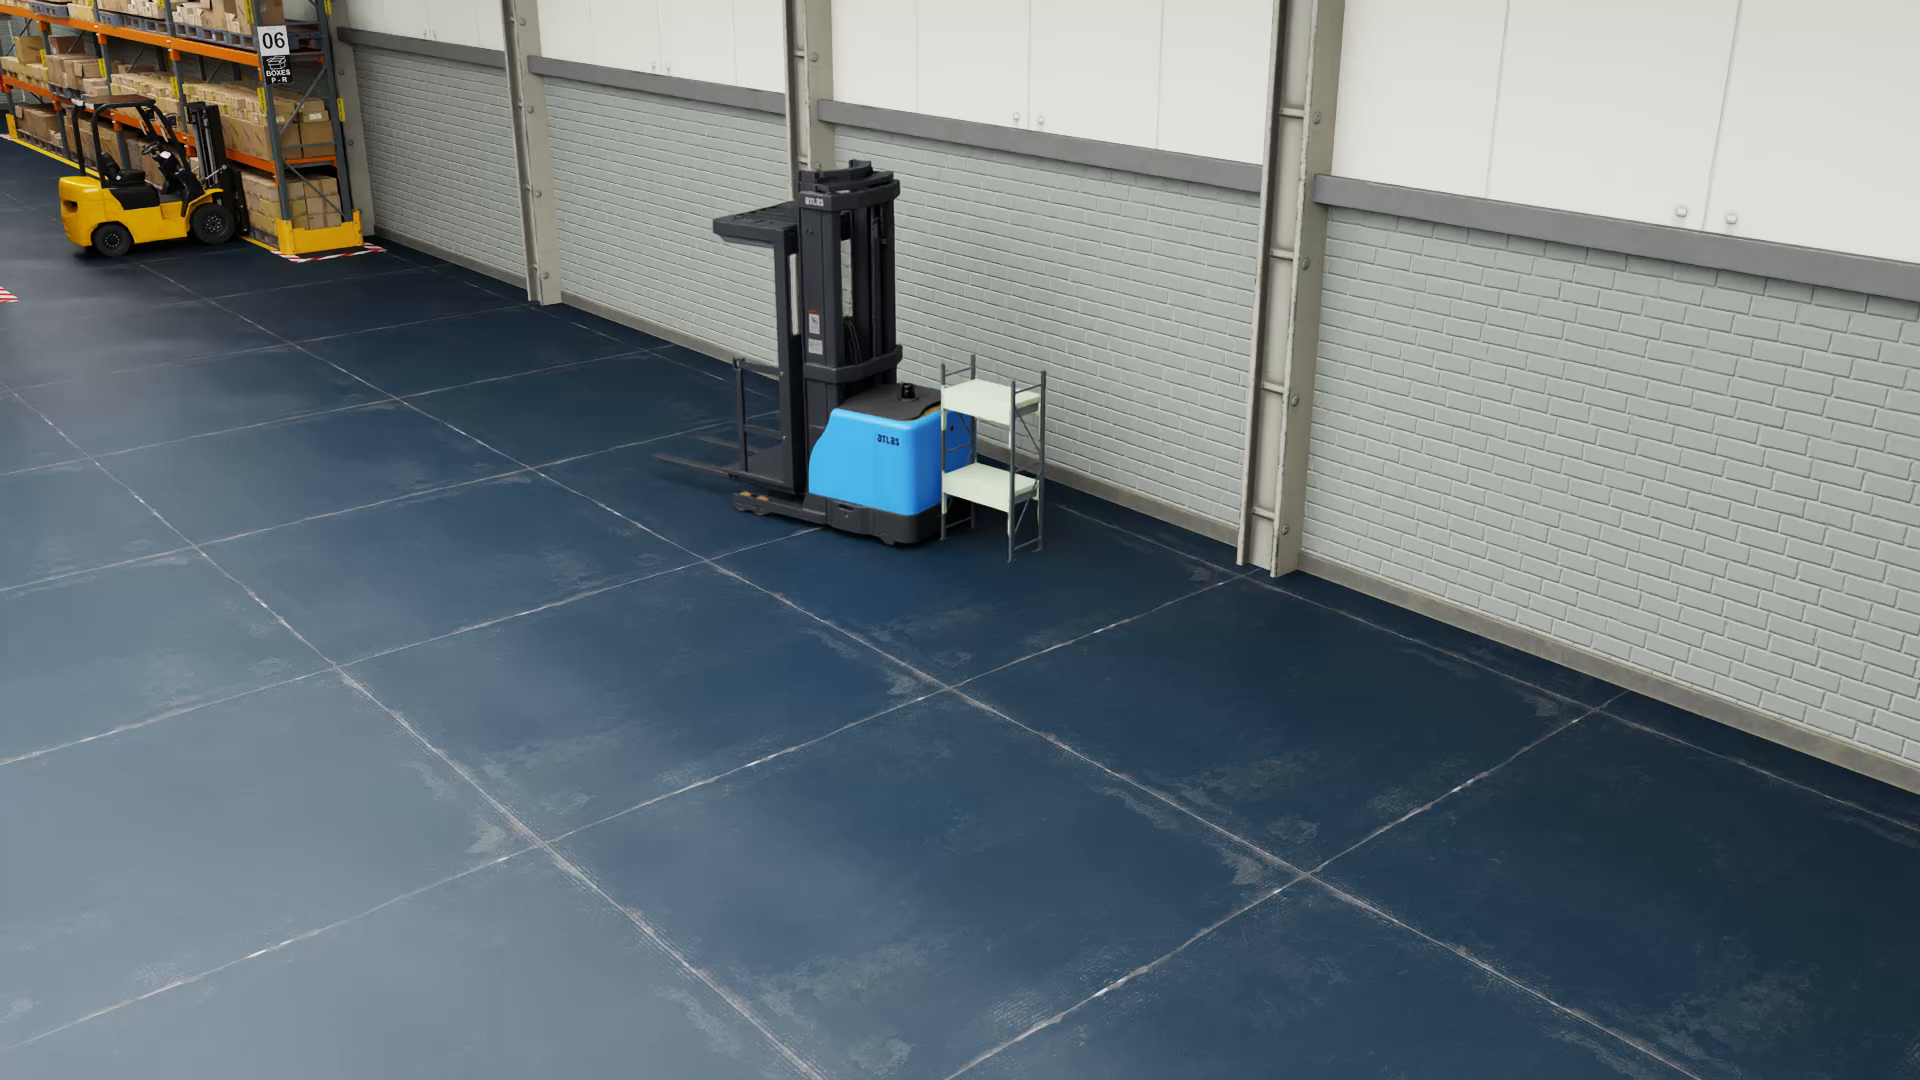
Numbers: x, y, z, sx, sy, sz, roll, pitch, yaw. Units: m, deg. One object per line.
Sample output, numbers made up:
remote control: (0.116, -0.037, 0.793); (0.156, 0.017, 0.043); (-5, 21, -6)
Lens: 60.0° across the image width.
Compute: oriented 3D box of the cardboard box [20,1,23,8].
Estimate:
cardboard box: (-18.462, -10.678, 33.091); (0.380, 0.149, 0.250); (-16, 27, -36)

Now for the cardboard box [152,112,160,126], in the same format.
cardboard box: (-13.307, -7.154, 28.067); (0.500, 0.250, 0.500); (-17, 27, -37)

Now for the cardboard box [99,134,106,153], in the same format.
cardboard box: (-15.858, -7.352, 31.219); (0.500, 0.500, 0.500); (-16, 27, -35)

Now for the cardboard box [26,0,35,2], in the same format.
cardboard box: (-17.873, -10.614, 32.381); (0.500, 0.250, 0.500); (-17, 27, -37)

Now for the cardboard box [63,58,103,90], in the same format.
cardboard box: (-16.372, -8.770, 31.276); (0.700, 0.500, 0.500); (-18, 27, -38)

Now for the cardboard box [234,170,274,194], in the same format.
cardboard box: (-10.747, -5.470, 25.386); (0.500, 0.250, 0.500); (-17, 27, -37)

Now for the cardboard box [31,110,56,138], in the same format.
cardboard box: (-18.854, -8.605, 34.418); (0.500, 0.500, 0.500); (-17, 27, -36)

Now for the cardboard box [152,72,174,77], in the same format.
cardboard box: (-14.136, -8.231, 29.585); (0.380, 0.149, 0.250); (-17, 27, -36)

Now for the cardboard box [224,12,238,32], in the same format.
cardboard box: (-10.472, -7.562, 24.263); (0.396, 0.266, 0.258); (-17, 27, -37)

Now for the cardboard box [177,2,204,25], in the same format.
cardboard box: (-11.788, -8.174, 25.763); (0.500, 0.311, 0.500); (-17, 27, -36)

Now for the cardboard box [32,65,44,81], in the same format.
cardboard box: (-18.224, -9.361, 33.295); (0.500, 0.250, 0.500); (-17, 27, -37)

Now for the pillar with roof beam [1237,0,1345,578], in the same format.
pillar with roof beam: (-0.819, -2.962, 8.933); (9.100, 9.000, 0.400); (-17, 27, -37)

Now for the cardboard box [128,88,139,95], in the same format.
cardboard box: (-13.999, -7.664, 28.685); (0.500, 0.250, 0.500); (-18, 28, -39)

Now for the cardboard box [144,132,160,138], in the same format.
cardboard box: (-14.862, -7.522, 30.763); (0.380, 0.149, 0.250); (-16, 26, -35)

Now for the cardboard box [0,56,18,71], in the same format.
cardboard box: (-19.887, -10.059, 35.077); (0.500, 0.250, 0.500); (-17, 27, -37)

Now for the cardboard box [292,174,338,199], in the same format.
cardboard box: (-9.705, -5.318, 24.998); (0.500, 0.250, 0.500); (-18, 28, -38)

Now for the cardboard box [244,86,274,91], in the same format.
cardboard box: (-11.029, -7.056, 26.177); (0.380, 0.149, 0.250); (-18, 28, -38)

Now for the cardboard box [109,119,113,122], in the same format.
cardboard box: (-16.242, -8.086, 32.203); (0.380, 0.149, 0.250); (-17, 27, -36)

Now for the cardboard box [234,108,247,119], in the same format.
cardboard box: (-10.649, -6.421, 24.963); (0.380, 0.149, 0.250); (-19, 28, -39)

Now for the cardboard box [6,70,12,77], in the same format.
cardboard box: (-19.972, -9.907, 35.235); (0.380, 0.149, 0.250); (-18, 27, -38)

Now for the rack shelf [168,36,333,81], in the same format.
rack shelf: (-10.841, -7.374, 25.297); (1.077, 0.370, 4.000); (-17, 27, -37)

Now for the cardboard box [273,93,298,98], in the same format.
cardboard box: (-10.262, -6.679, 25.215); (0.380, 0.149, 0.250); (-16, 27, -36)

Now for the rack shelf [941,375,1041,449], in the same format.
rack shelf: (0.258, -1.021, 13.191); (0.720, 0.370, 0.431); (18, 28, 38)

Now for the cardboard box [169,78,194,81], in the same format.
cardboard box: (-13.375, -7.857, 28.631); (0.380, 0.149, 0.250); (-16, 27, -36)

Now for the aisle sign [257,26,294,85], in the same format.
aisle sign: (-9.715, -6.882, 23.603); (0.394, 0.787, 0.004); (-17, 27, -37)

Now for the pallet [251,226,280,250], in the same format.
pallet: (-10.066, -4.662, 25.324); (1.003, 0.211, 1.213); (-17, 27, -37)

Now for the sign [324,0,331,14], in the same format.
sign: (-9.111, -7.730, 23.914); (0.100, 0.325, 0.005); (-17, 27, -37)

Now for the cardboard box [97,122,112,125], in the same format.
cardboard box: (-16.238, -7.833, 31.557); (0.380, 0.149, 0.250); (-17, 27, -37)

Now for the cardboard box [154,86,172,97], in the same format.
cardboard box: (-13.112, -7.443, 27.573); (0.380, 0.149, 0.250); (-19, 28, -39)

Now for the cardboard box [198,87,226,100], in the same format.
cardboard box: (-11.660, -6.978, 25.979); (0.380, 0.149, 0.250); (-17, 27, -36)

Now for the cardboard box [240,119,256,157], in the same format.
cardboard box: (-10.387, -6.025, 24.843); (0.500, 0.500, 0.500); (-16, 27, -36)

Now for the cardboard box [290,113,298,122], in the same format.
cardboard box: (-9.769, -6.317, 24.698); (0.380, 0.149, 0.250); (-17, 27, -37)

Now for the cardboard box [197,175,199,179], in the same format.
cardboard box: (-12.064, -5.805, 26.928); (0.500, 0.250, 0.500); (-18, 27, -38)

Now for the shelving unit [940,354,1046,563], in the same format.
shelving unit: (0.258, -0.658, 13.333); (0.755, 1.500, 0.431); (18, 28, 38)

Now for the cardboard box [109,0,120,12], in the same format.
cardboard box: (-14.064, -9.281, 28.331); (0.700, 0.500, 0.500); (-18, 28, -38)

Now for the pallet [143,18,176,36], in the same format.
pallet: (-12.732, -8.413, 27.225); (0.805, 0.209, 1.217); (-19, 28, -39)

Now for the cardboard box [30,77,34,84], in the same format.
cardboard box: (-18.761, -9.416, 33.983); (0.380, 0.149, 0.250); (-18, 27, -38)

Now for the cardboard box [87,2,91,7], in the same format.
cardboard box: (-15.325, -9.599, 29.651); (0.380, 0.149, 0.250); (-18, 28, -39)

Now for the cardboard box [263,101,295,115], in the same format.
cardboard box: (-9.929, -6.295, 24.235); (0.380, 0.149, 0.250); (-17, 27, -37)

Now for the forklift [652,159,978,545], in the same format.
forklift: (-1.352, -1.718, 14.079); (3.031, 2.935, 1.130); (14, 25, 31)

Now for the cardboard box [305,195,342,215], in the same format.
cardboard box: (-9.685, -5.087, 25.093); (0.500, 0.250, 0.500); (-17, 27, -36)

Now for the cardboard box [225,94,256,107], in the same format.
cardboard box: (-10.838, -6.624, 25.075); (0.380, 0.149, 0.250); (-17, 27, -36)

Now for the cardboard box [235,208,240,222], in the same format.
cardboard box: (-11.074, -5.147, 25.934); (0.500, 0.250, 0.500); (-16, 27, -36)

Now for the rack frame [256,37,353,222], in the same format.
rack frame: (-9.535, -5.759, 24.302); (1.000, 3.000, 0.127); (-17, 27, -37)

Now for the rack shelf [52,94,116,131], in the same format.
rack shelf: (-16.063, -8.187, 31.487); (1.077, 0.370, 4.000); (-17, 27, -37)

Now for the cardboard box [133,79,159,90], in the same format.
cardboard box: (-13.922, -7.806, 28.500); (0.380, 0.149, 0.250); (-17, 27, -36)

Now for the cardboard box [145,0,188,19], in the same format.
cardboard box: (-12.803, -8.604, 26.860); (0.500, 0.311, 0.500); (-19, 28, -39)

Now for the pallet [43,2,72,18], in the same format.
pallet: (-16.316, -9.901, 31.021); (1.213, 0.211, 1.003); (-17, 27, -37)

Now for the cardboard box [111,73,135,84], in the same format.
cardboard box: (-14.772, -8.160, 29.404); (0.380, 0.149, 0.250); (-16, 27, -36)

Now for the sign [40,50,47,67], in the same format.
sign: (-17.774, -9.347, 32.273); (0.100, 0.325, 0.005); (-17, 27, -37)

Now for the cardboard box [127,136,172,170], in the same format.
cardboard box: (-14.360, -6.884, 29.853); (0.875, 0.625, 0.625); (-16, 27, -36)

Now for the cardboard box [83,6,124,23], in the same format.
cardboard box: (-15.276, -9.381, 29.640); (0.500, 0.250, 0.500); (-19, 28, -39)

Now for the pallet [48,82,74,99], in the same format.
pallet: (-16.929, -8.739, 32.171); (1.003, 0.211, 1.213); (-17, 27, -37)

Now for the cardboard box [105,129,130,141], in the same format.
cardboard box: (-15.473, -7.448, 30.574); (0.380, 0.149, 0.250); (-19, 28, -40)

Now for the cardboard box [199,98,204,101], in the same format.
cardboard box: (-11.671, -6.840, 26.034); (0.380, 0.149, 0.250); (-17, 27, -36)
